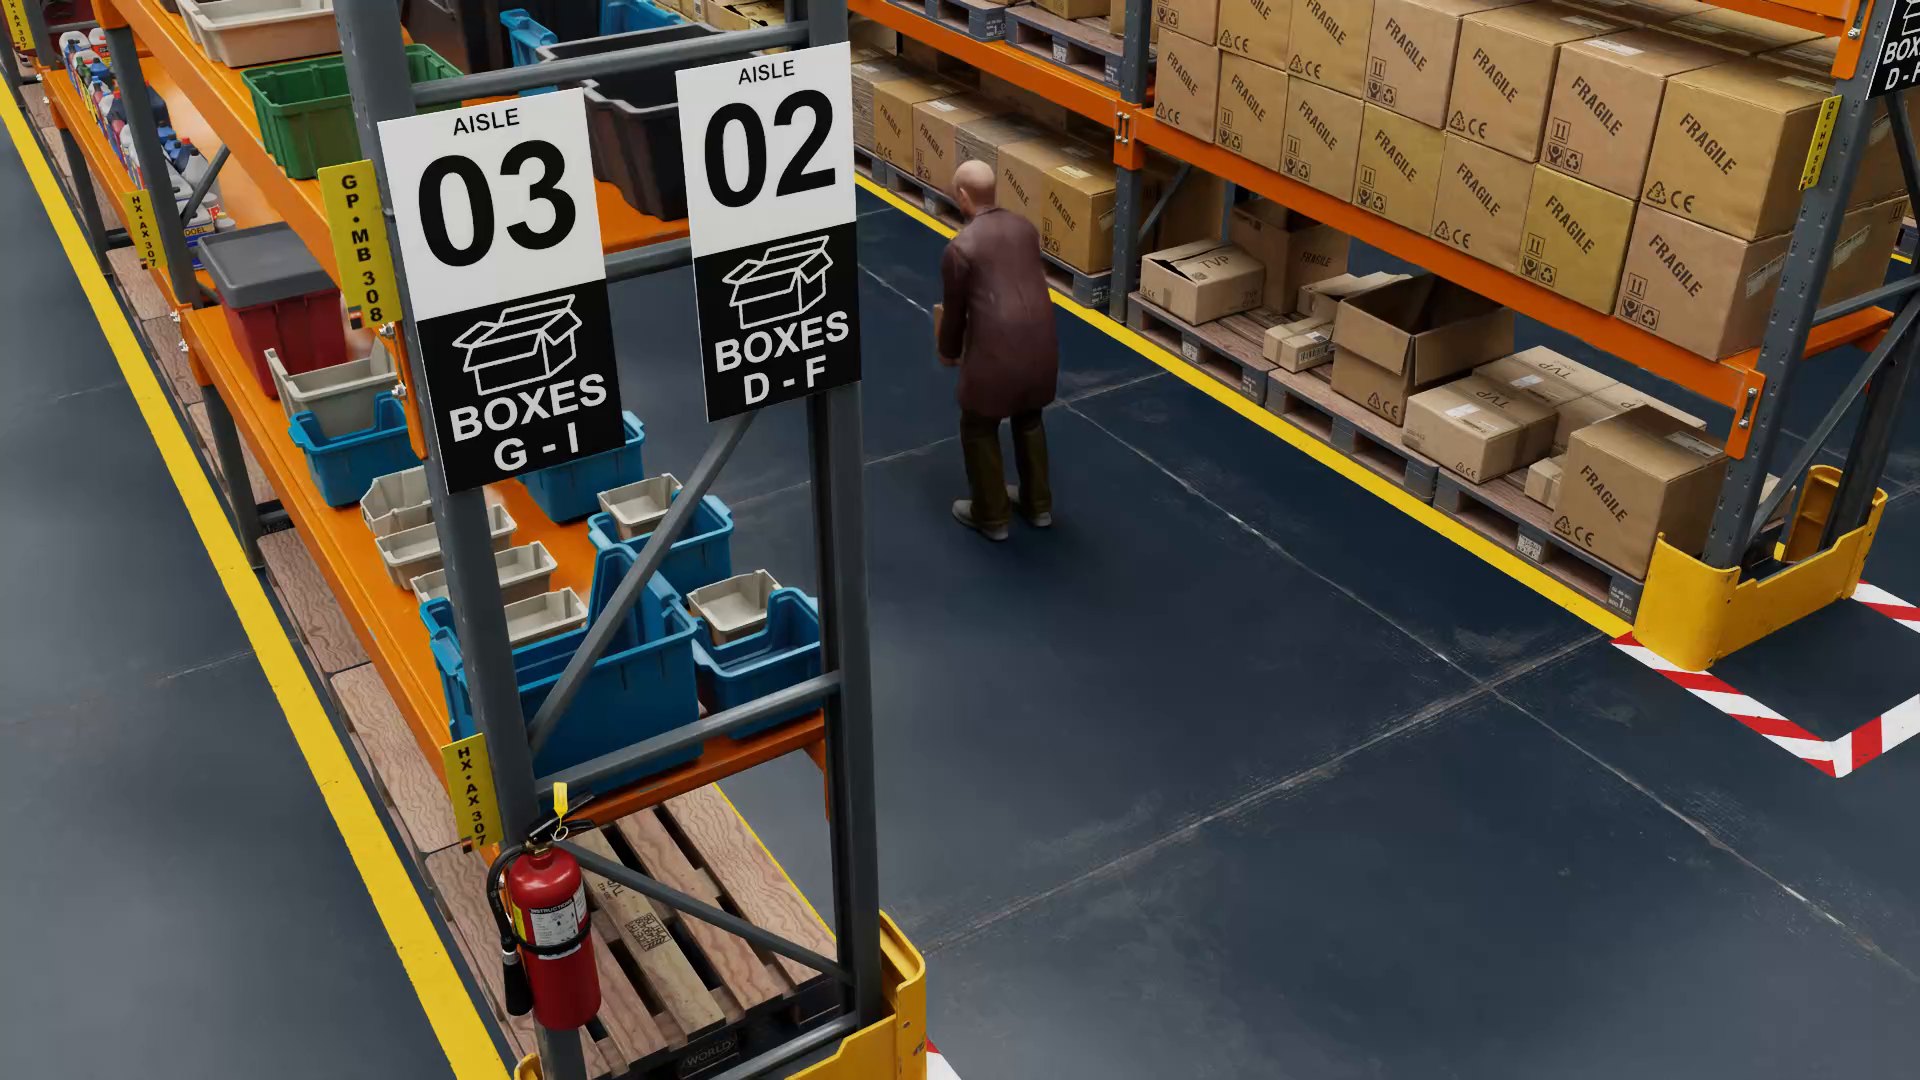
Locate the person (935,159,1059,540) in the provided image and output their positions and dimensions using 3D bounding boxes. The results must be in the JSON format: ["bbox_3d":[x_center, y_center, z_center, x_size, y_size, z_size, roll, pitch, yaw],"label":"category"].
[{"bbox_3d":[0.165,-0.864,7.589,0.537,1.716,0.615,-20,37,-28],"label":"person"}]
